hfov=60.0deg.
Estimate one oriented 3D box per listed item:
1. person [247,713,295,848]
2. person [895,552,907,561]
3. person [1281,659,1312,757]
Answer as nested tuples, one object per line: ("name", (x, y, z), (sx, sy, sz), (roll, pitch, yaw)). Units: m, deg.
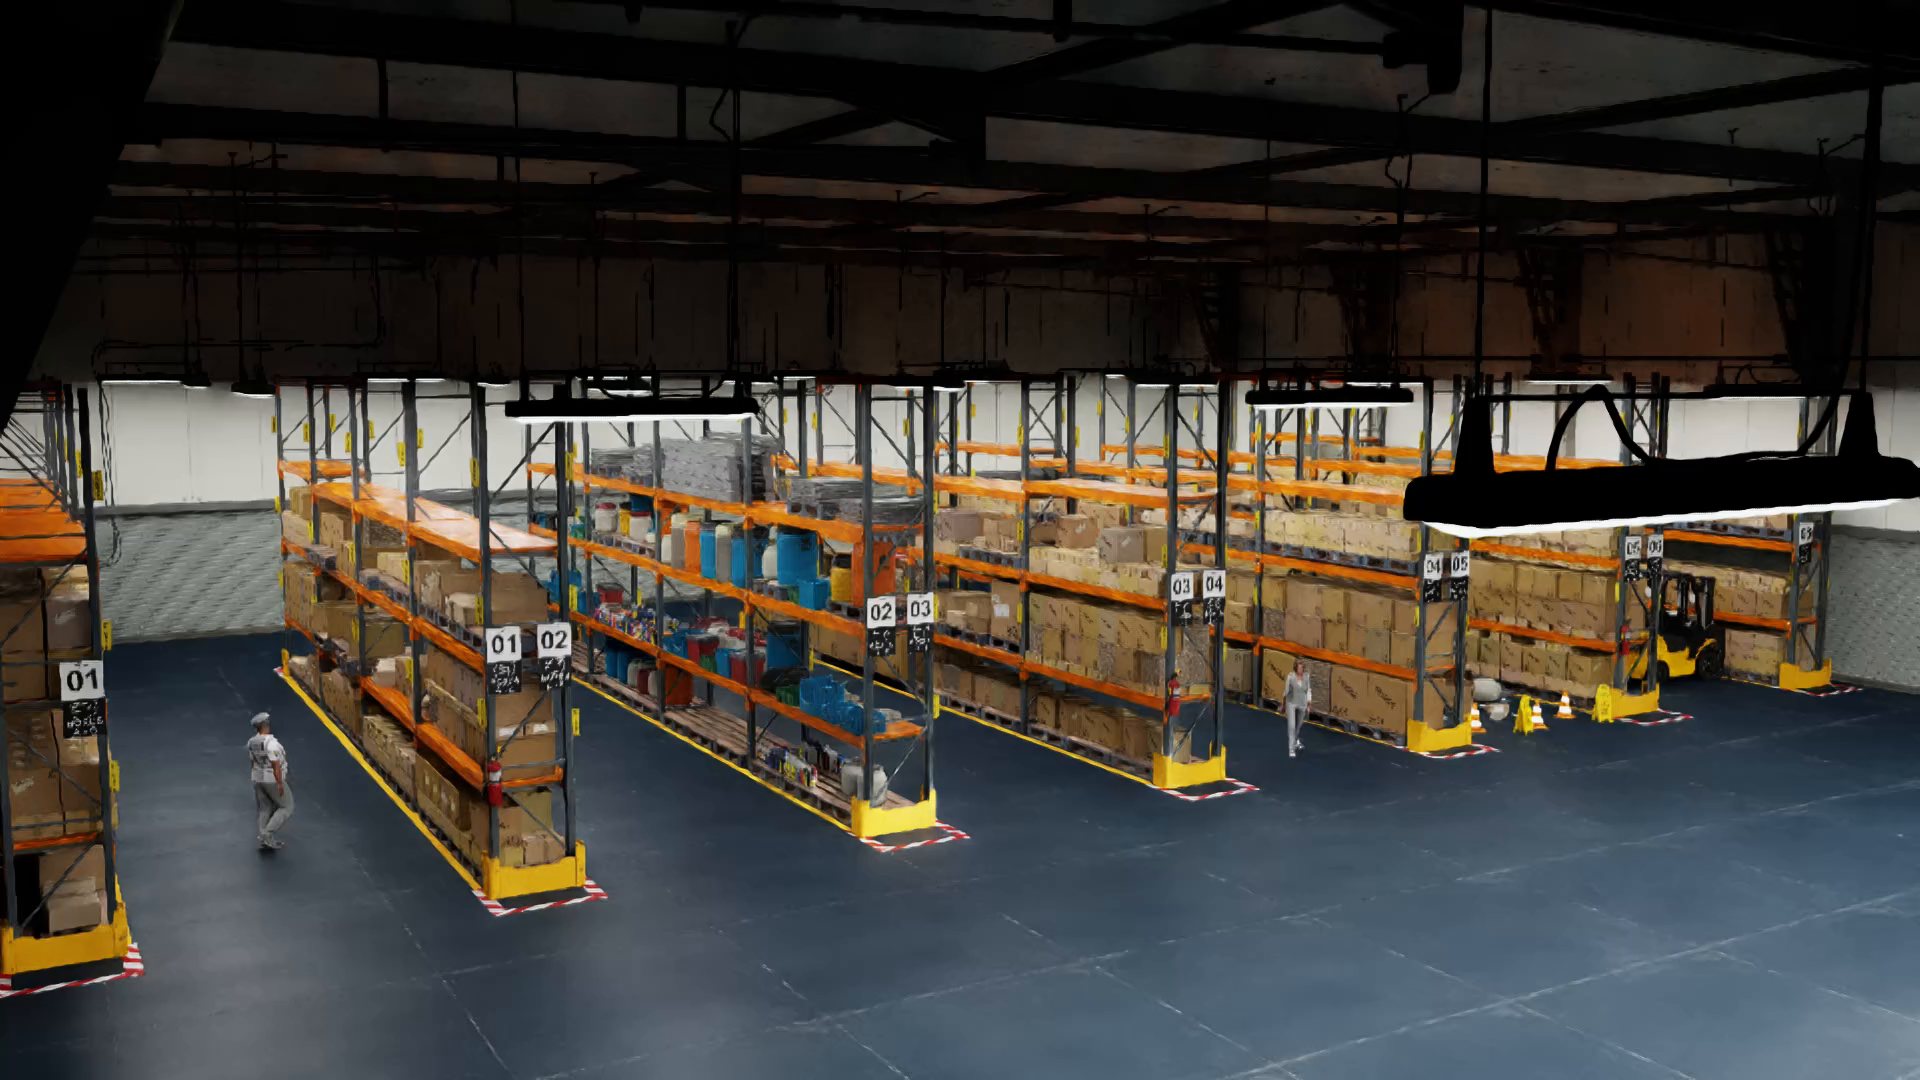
("person", (-8.910, 3.117, 21.421), (0.588, 1.754, 0.470), (4, 7, 30))
("person", (-1.635, 0.544, 44.905), (0.566, 1.784, 0.620), (3, 7, 23))
("person", (5.397, 2.653, 26.628), (0.458, 1.543, 0.884), (-1, 6, -5))
